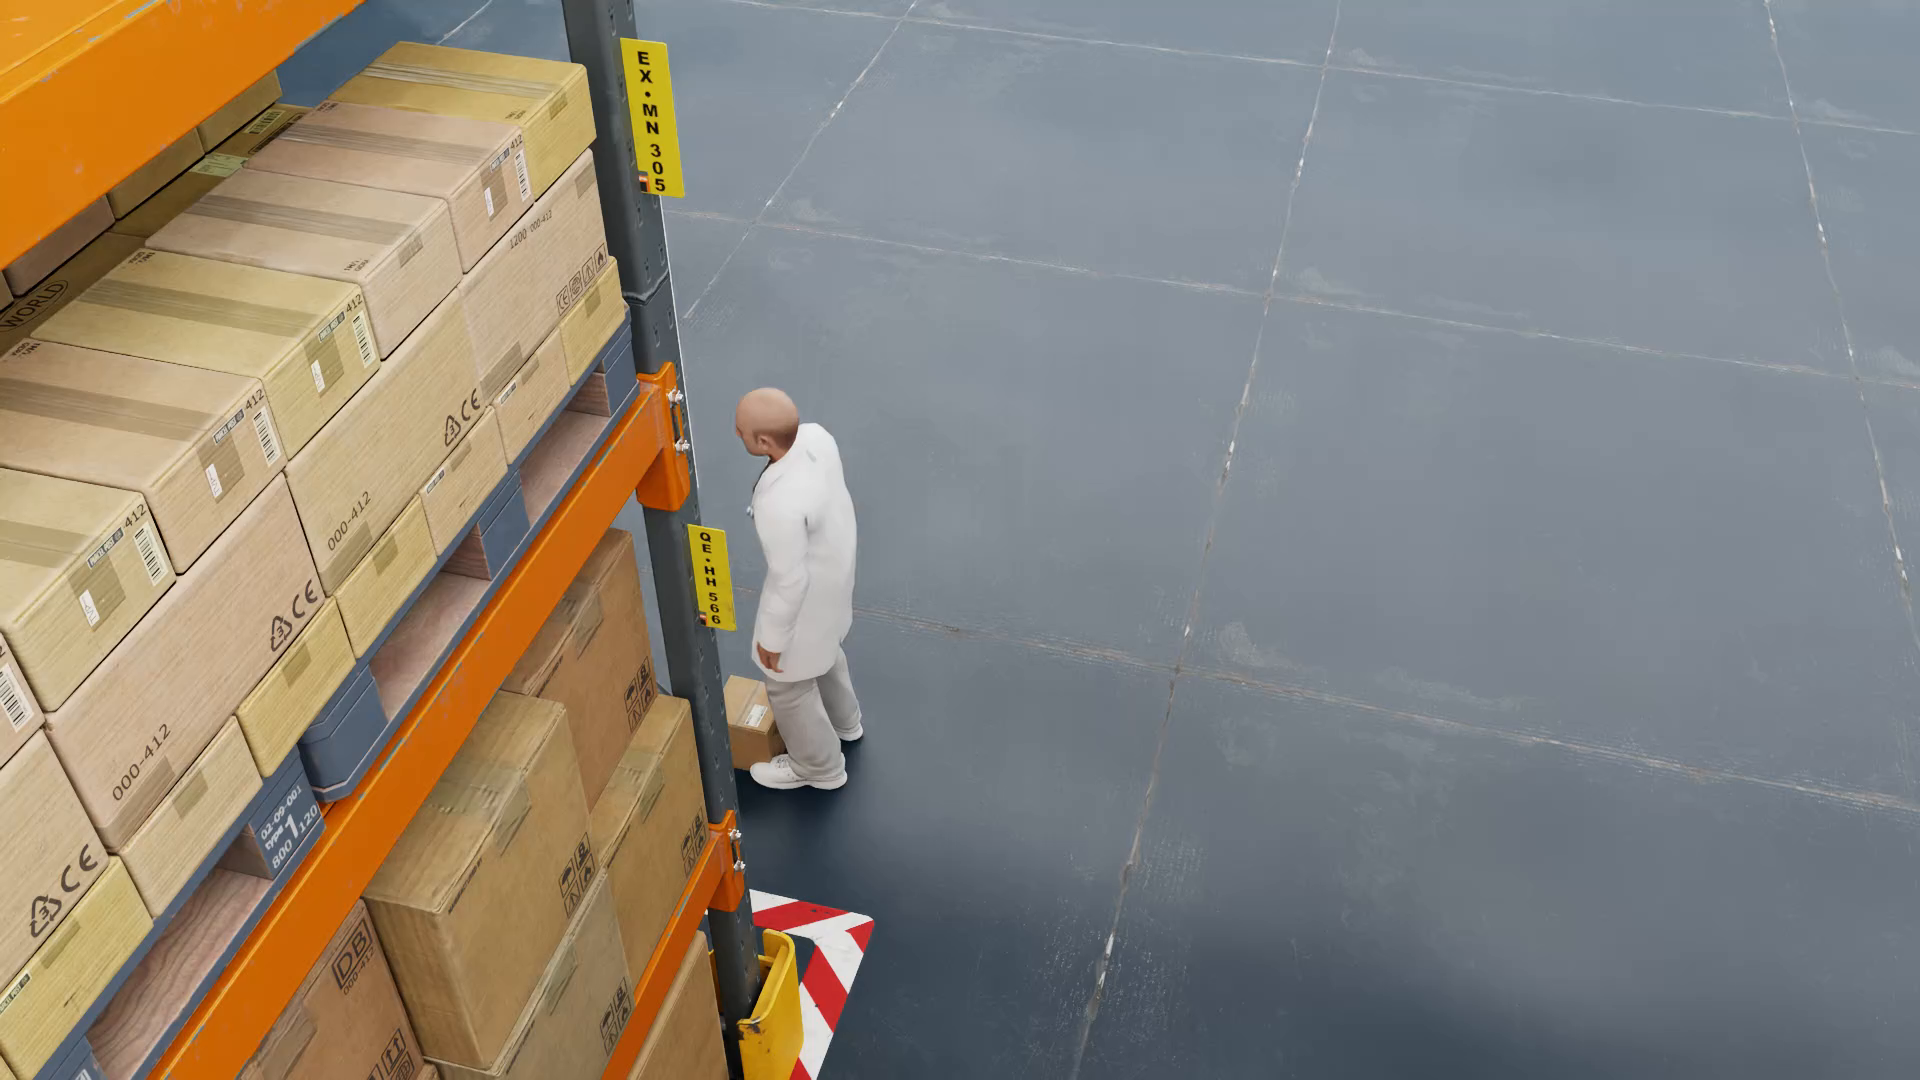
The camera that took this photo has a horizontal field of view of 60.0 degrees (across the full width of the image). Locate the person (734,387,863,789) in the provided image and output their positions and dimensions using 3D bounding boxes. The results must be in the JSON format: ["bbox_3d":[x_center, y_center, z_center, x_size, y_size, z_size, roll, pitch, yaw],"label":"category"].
[{"bbox_3d":[-0.578,0.191,5.946,0.422,1.774,0.653,8,41,9],"label":"person"}]
